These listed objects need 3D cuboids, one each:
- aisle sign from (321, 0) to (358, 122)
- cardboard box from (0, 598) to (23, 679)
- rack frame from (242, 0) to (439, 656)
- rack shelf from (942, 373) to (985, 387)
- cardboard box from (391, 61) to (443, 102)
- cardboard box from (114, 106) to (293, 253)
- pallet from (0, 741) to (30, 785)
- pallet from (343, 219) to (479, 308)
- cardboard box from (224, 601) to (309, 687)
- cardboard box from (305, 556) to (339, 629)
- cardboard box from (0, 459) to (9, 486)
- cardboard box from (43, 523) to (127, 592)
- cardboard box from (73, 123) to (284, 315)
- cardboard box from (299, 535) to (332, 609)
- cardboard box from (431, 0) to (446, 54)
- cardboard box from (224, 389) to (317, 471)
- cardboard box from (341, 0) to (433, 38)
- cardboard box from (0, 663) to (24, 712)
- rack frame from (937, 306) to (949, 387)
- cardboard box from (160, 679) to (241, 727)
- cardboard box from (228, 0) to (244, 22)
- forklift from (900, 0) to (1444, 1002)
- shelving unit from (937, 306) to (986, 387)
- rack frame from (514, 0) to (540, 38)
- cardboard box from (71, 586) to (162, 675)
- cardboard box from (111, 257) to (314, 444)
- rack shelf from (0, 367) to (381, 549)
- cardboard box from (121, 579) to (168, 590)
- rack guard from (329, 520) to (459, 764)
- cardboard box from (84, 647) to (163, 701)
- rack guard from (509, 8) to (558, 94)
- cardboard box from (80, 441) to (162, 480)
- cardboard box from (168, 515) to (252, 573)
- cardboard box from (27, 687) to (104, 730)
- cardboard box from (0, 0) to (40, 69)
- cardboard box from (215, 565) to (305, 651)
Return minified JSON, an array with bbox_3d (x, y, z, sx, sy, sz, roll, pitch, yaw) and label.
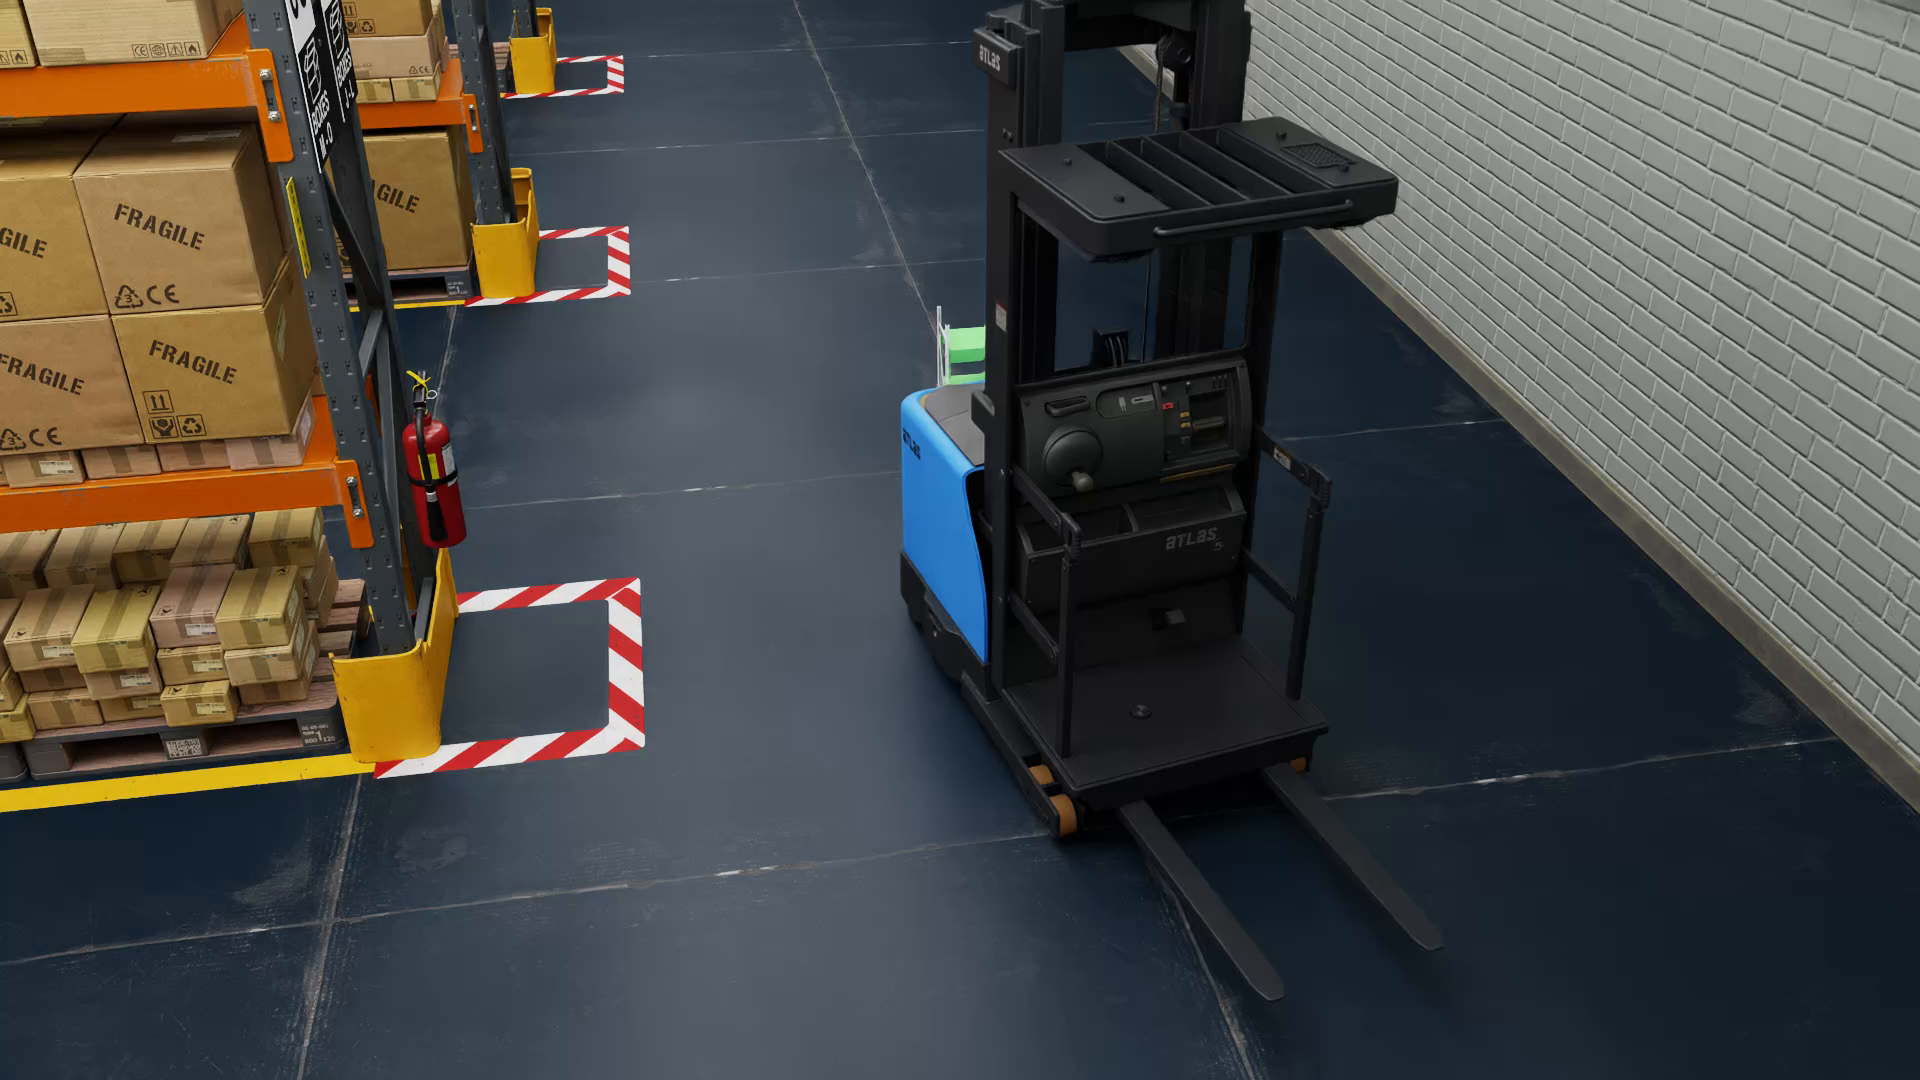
[{"bbox_3d":[-2.301,-1.975,6.085,0.004,0.787,0.394,-5,31,-9],"label":"aisle sign"},{"bbox_3d":[-3.803,0.393,6.433,0.250,0.149,0.380,-4,31,-7],"label":"cardboard box"},{"bbox_3d":[-2.319,-0.699,6.479,0.127,3.000,1.000,-5,31,-9],"label":"rack frame"},{"bbox_3d":[0.163,-0.684,7.882,0.480,0.148,0.258,-5,31,-9],"label":"rack shelf"},{"bbox_3d":[-3.404,-2.876,10.429,0.250,0.149,0.380,-5,31,-8],"label":"cardboard box"},{"bbox_3d":[-2.808,-1.392,6.280,0.500,0.500,0.500,-5,31,-9],"label":"cardboard box"},{"bbox_3d":[-4.396,0.677,6.891,1.213,0.211,1.003,-5,31,-9],"label":"pallet"},{"bbox_3d":[-3.885,-1.867,11.216,1.213,0.211,1.003,-5,31,-9],"label":"pallet"},{"bbox_3d":[-2.786,0.412,6.695,0.250,0.149,0.380,-6,31,-10],"label":"cardboard box"},{"bbox_3d":[-2.892,0.238,7.285,0.250,0.149,0.380,-5,31,-8],"label":"cardboard box"},{"bbox_3d":[-3.595,-0.341,6.118,0.250,0.149,0.380,-7,31,-11],"label":"cardboard box"},{"bbox_3d":[-3.645,0.080,6.967,0.250,0.149,0.380,-7,31,-11],"label":"cardboard box"},{"bbox_3d":[-2.724,-1.135,5.842,0.500,0.500,0.500,-6,31,-10],"label":"cardboard box"},{"bbox_3d":[-2.880,0.141,7.156,0.250,0.149,0.380,-4,31,-7],"label":"cardboard box"},{"bbox_3d":[-3.633,-3.335,10.817,0.500,0.250,0.500,-6,31,-10],"label":"cardboard box"},{"bbox_3d":[-2.588,-0.420,6.252,0.250,0.149,0.380,-5,31,-9],"label":"cardboard box"},{"bbox_3d":[-3.545,-3.392,10.174,0.500,0.500,0.500,-5,31,-8],"label":"cardboard box"},{"bbox_3d":[-3.804,0.514,6.522,0.250,0.149,0.380,-5,31,-8],"label":"cardboard box"},{"bbox_3d":[-0.077,-0.510,7.934,0.015,1.200,0.240,-5,31,-9],"label":"rack frame"},{"bbox_3d":[-3.034,0.575,6.710,0.250,0.149,0.380,-4,31,-7],"label":"cardboard box"},{"bbox_3d":[-2.806,-2.013,5.903,0.500,0.250,0.500,-4,31,-7],"label":"cardboard box"},{"bbox_3d":[0.741,-0.374,5.994,1.130,2.935,3.031,-11,32,-19],"label":"forklift"},{"bbox_3d":[0.163,-0.532,7.972,0.503,1.200,0.258,-5,31,-9],"label":"shelving unit"},{"bbox_3d":[-4.005,-5.650,14.900,0.127,3.000,1.000,-5,31,-9],"label":"rack frame"},{"bbox_3d":[-3.283,0.349,6.509,0.250,0.149,0.380,-6,31,-10],"label":"cardboard box"},{"bbox_3d":[-2.714,-0.700,6.090,0.500,0.500,0.500,-5,31,-8],"label":"cardboard box"},{"bbox_3d":[-4.286,-0.206,6.350,4.000,0.370,1.077,-5,31,-9],"label":"rack shelf"},{"bbox_3d":[-3.385,0.204,7.048,0.250,0.149,0.380,-5,31,-8],"label":"cardboard box"},{"bbox_3d":[-2.393,0.386,7.100,0.348,0.500,1.175,-5,31,-9],"label":"rack guard"},{"bbox_3d":[-3.297,0.460,6.613,0.250,0.149,0.380,-7,31,-11],"label":"cardboard box"},{"bbox_3d":[-3.983,-4.581,15.548,0.348,0.500,1.175,-5,31,-9],"label":"rack guard"},{"bbox_3d":[-3.084,-0.385,6.193,0.250,0.149,0.380,-6,31,-9],"label":"cardboard box"},{"bbox_3d":[-3.145,0.057,7.006,0.250,0.149,0.380,-5,31,-8],"label":"cardboard box"},{"bbox_3d":[-3.550,0.586,6.693,0.250,0.149,0.380,-5,31,-8],"label":"cardboard box"},{"bbox_3d":[-3.219,-1.703,5.376,0.500,0.250,0.500,-5,31,-9],"label":"cardboard box"},{"bbox_3d":[-2.794,0.268,6.647,0.250,0.149,0.380,-5,31,-8],"label":"cardboard box"}]
